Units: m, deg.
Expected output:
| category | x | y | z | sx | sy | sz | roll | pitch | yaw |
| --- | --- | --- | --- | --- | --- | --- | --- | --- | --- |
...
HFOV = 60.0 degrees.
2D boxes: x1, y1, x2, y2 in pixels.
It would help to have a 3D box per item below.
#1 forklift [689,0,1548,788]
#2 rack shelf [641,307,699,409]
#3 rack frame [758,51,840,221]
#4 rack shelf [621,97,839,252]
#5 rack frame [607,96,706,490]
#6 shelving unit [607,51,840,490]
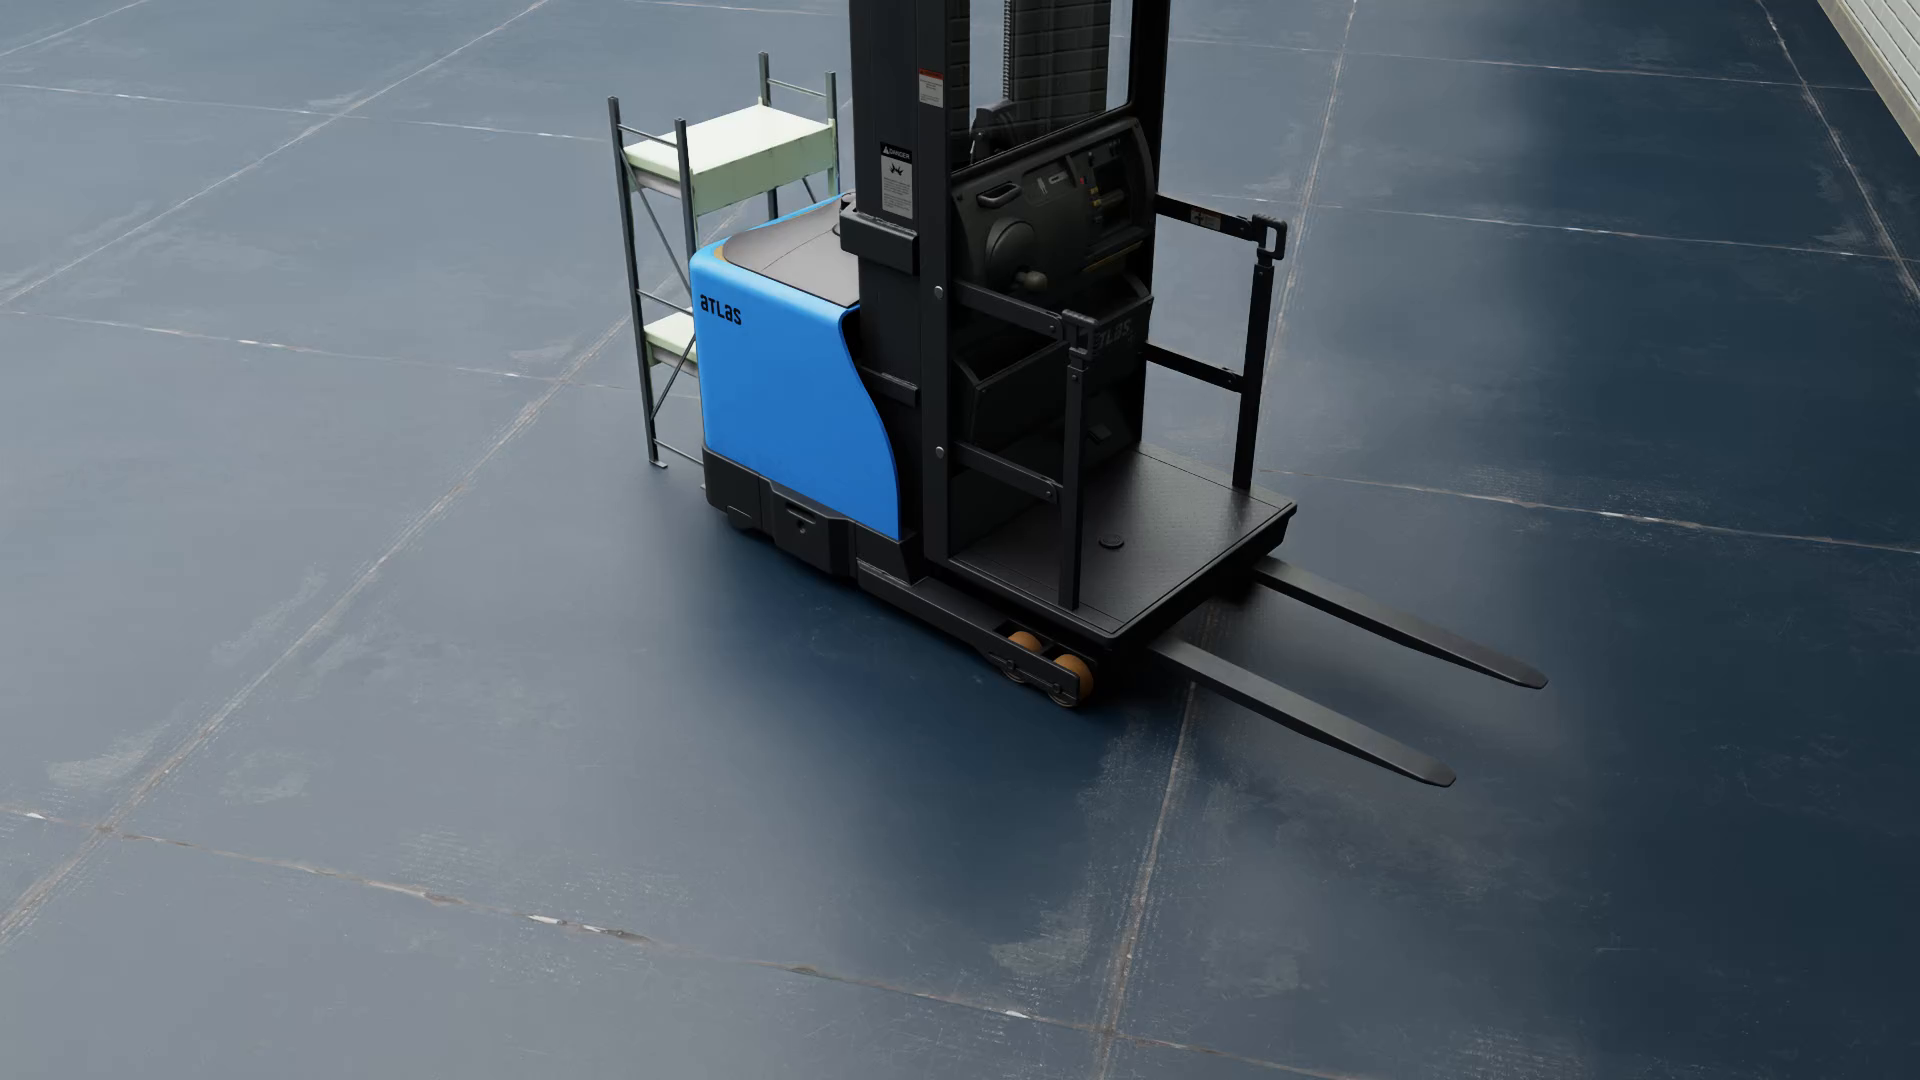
| category | x | y | z | sx | sy | sz | roll | pitch | yaw |
| --- | --- | --- | --- | --- | --- | --- | --- | --- | --- |
| forklift | 0.468 | -1.016 | 5.117 | 3.031 | 2.935 | 1.130 | 25 | 40 | 34 |
| rack shelf | -0.863 | -0.757 | 6.651 | 0.431 | 0.370 | 0.720 | 25 | 40 | 34 |
| rack frame | -0.622 | -1.180 | 6.708 | 0.400 | 1.500 | 0.023 | 25 | 40 | 34 |
| rack shelf | -0.863 | -1.362 | 6.267 | 0.431 | 0.370 | 0.720 | 25 | 40 | 34 |
| rack frame | -1.104 | -0.885 | 6.244 | 0.400 | 1.500 | 0.023 | 25 | 40 | 34 |
| shelving unit | -0.863 | -1.032 | 6.476 | 0.431 | 1.500 | 0.755 | 25 | 40 | 34 |
